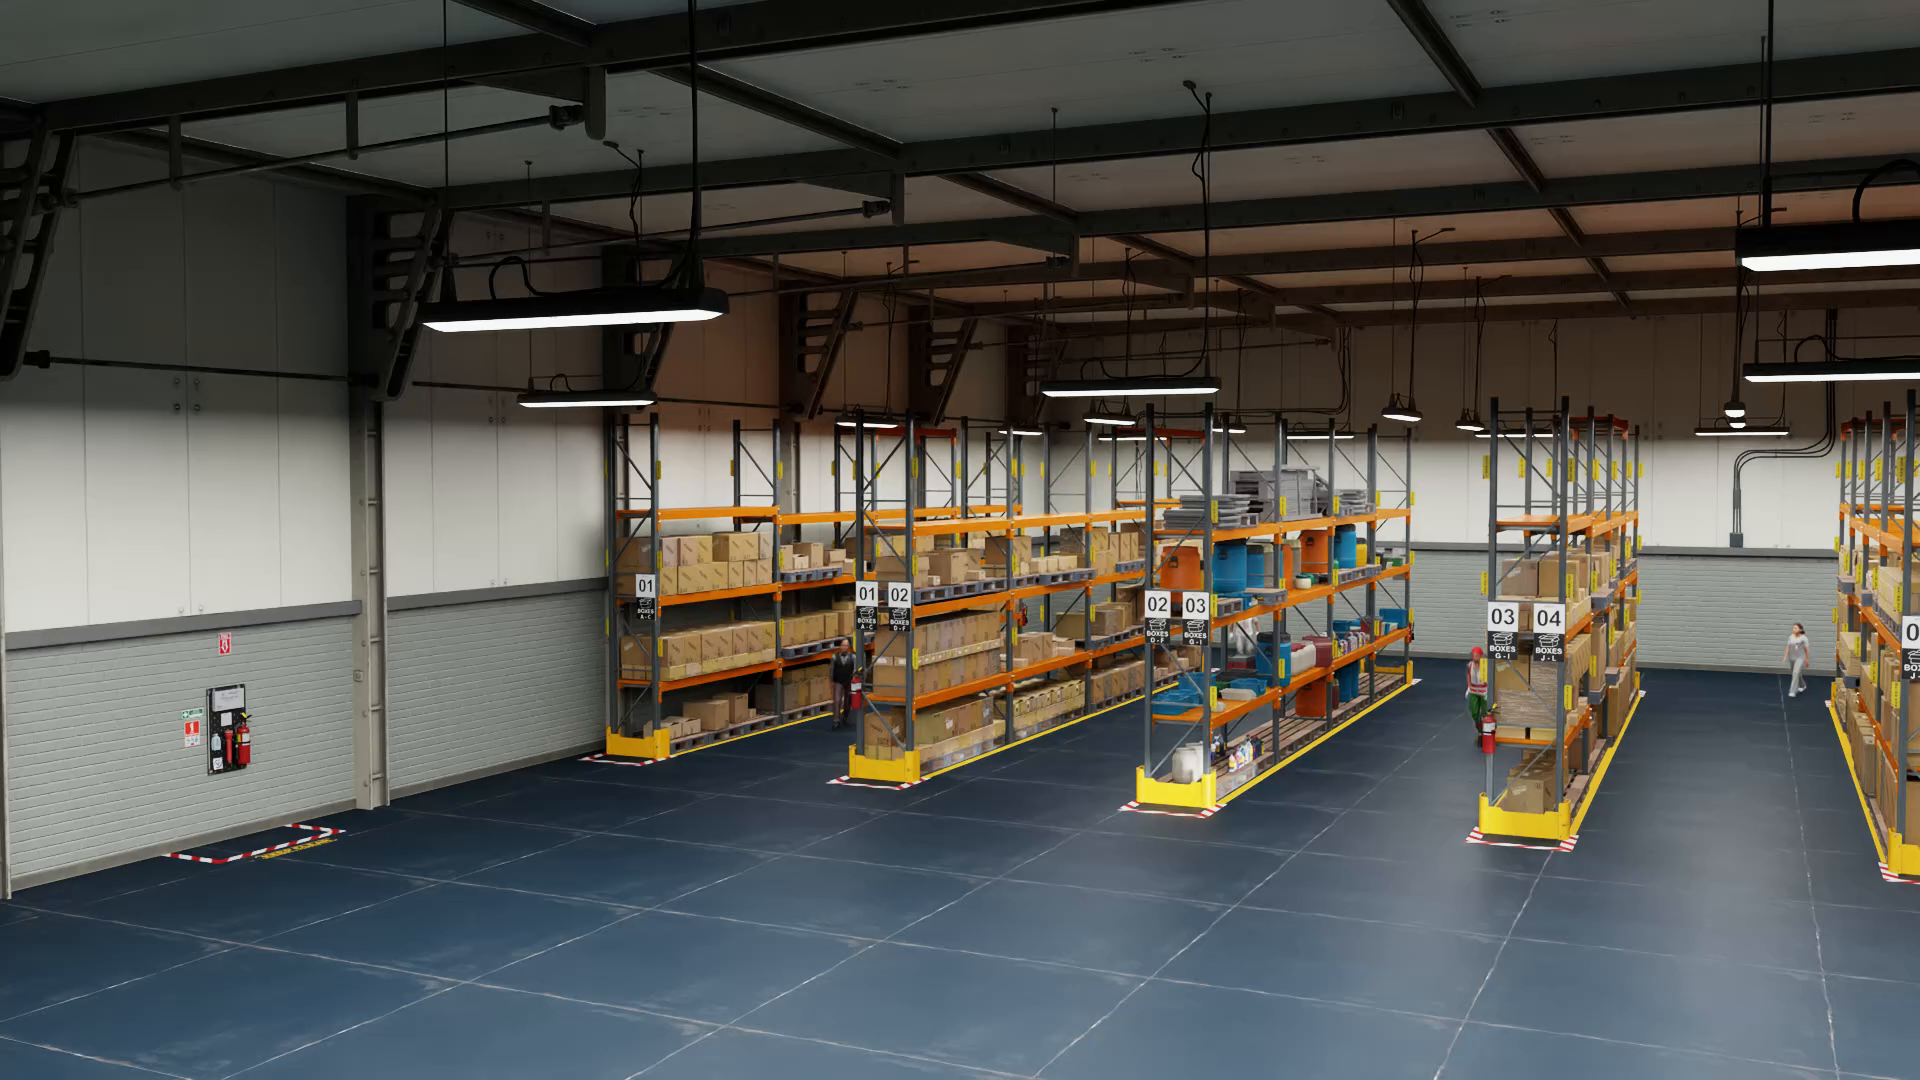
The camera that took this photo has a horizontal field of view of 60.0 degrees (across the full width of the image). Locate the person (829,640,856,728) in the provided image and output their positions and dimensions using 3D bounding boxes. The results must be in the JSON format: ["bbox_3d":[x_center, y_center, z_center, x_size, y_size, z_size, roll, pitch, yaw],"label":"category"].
[{"bbox_3d":[-2.251,2.785,32.263,0.569,1.682,0.910,0,2,-11],"label":"person"}]

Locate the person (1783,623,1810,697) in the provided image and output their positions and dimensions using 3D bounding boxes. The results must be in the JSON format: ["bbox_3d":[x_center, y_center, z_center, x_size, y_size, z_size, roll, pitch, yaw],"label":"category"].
[{"bbox_3d":[18.516,2.632,36.741,1.066,1.616,0.492,-2,3,-38],"label":"person"}]

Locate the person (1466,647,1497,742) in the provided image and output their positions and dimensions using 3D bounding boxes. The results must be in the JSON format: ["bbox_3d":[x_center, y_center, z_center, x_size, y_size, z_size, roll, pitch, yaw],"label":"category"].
[{"bbox_3d":[9.657,2.837,30.713,0.613,1.757,0.690,2,3,43],"label":"person"}]

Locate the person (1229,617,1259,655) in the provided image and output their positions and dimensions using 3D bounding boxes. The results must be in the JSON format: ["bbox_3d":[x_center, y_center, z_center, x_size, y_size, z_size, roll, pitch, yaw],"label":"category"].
[{"bbox_3d":[7.076,2.416,41.407,0.722,1.836,0.508,0,2,4],"label":"person"}]
